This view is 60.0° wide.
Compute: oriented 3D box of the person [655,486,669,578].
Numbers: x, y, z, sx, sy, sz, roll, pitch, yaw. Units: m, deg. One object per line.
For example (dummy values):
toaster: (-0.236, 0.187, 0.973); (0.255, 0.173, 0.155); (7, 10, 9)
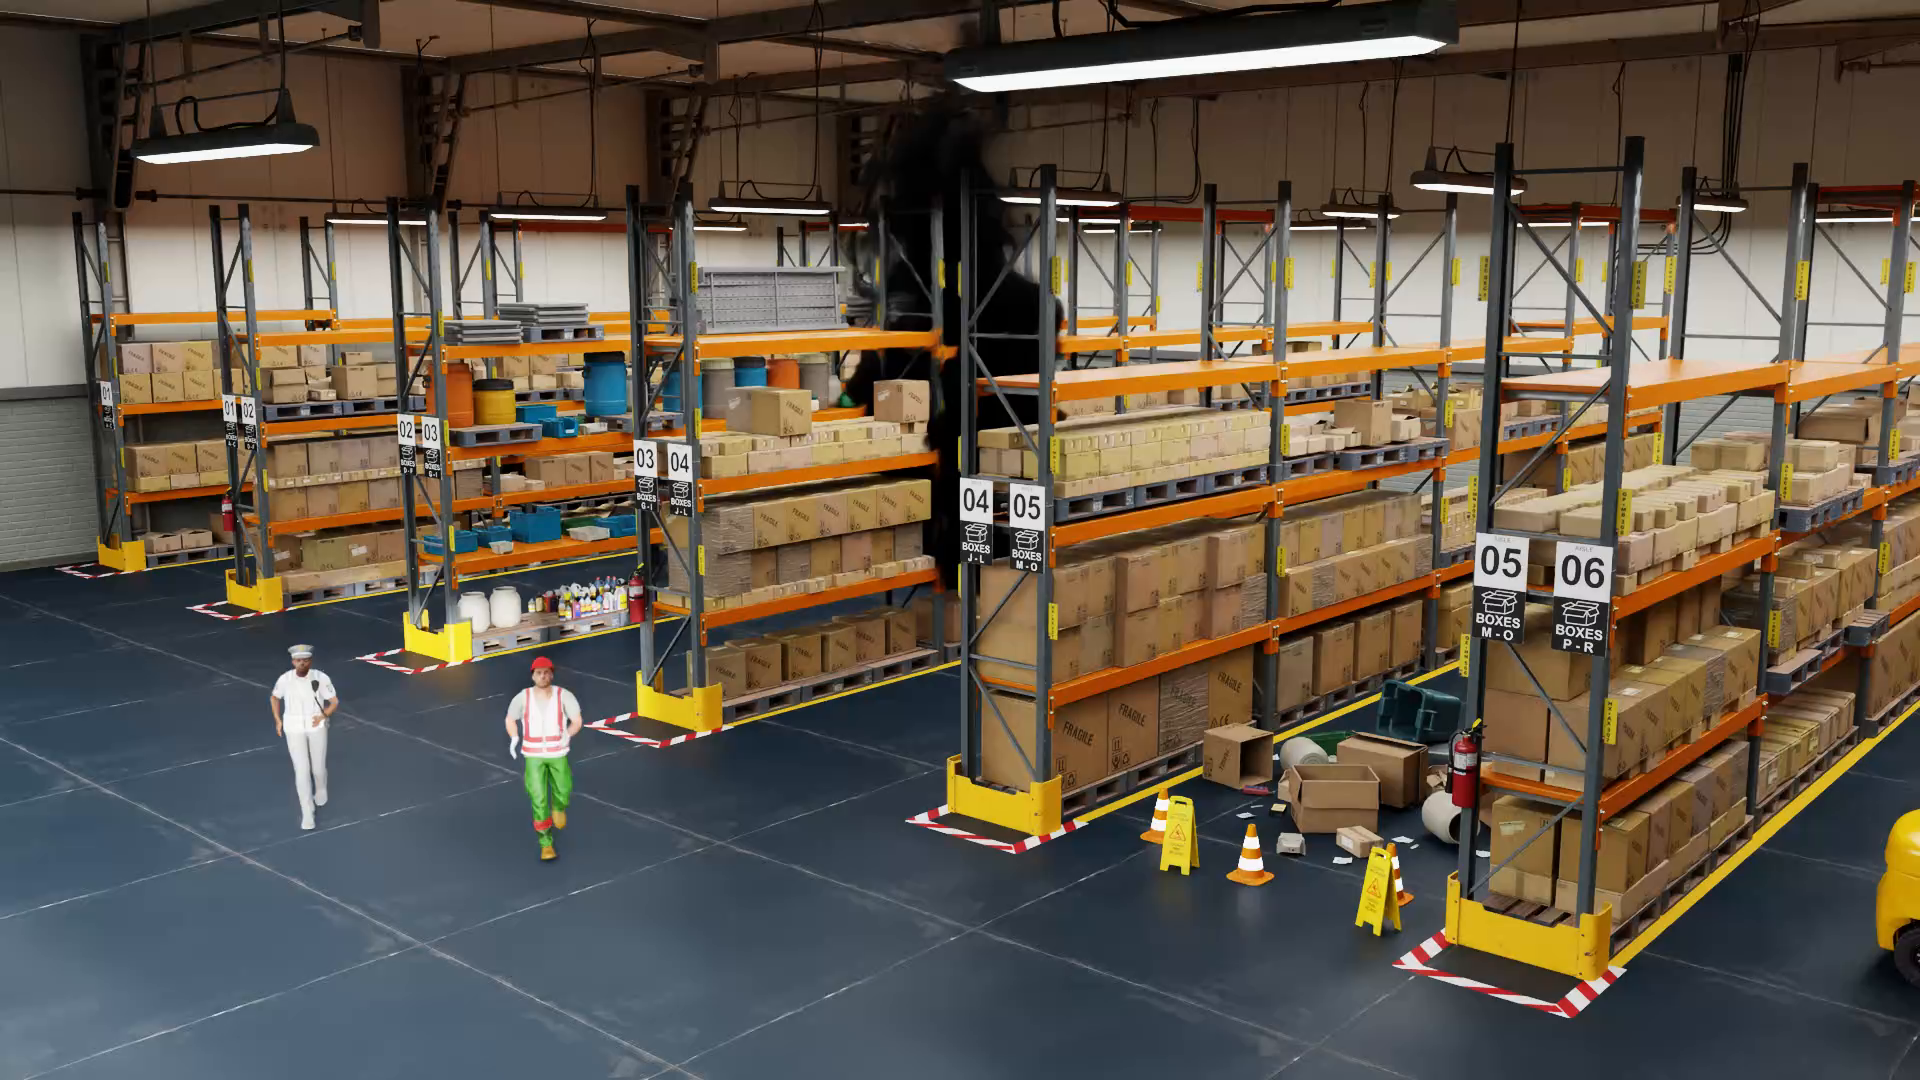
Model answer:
person: (-4.837, -0.204, 27.534); (0.580, 1.709, 0.770); (5, 11, 28)

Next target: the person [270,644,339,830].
person: (-6.101, 1.775, 15.516); (0.597, 1.689, 0.809); (-3, 10, -19)

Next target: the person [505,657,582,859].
person: (-3.666, 1.887, 14.691); (0.663, 1.749, 0.786); (-2, 10, -14)
